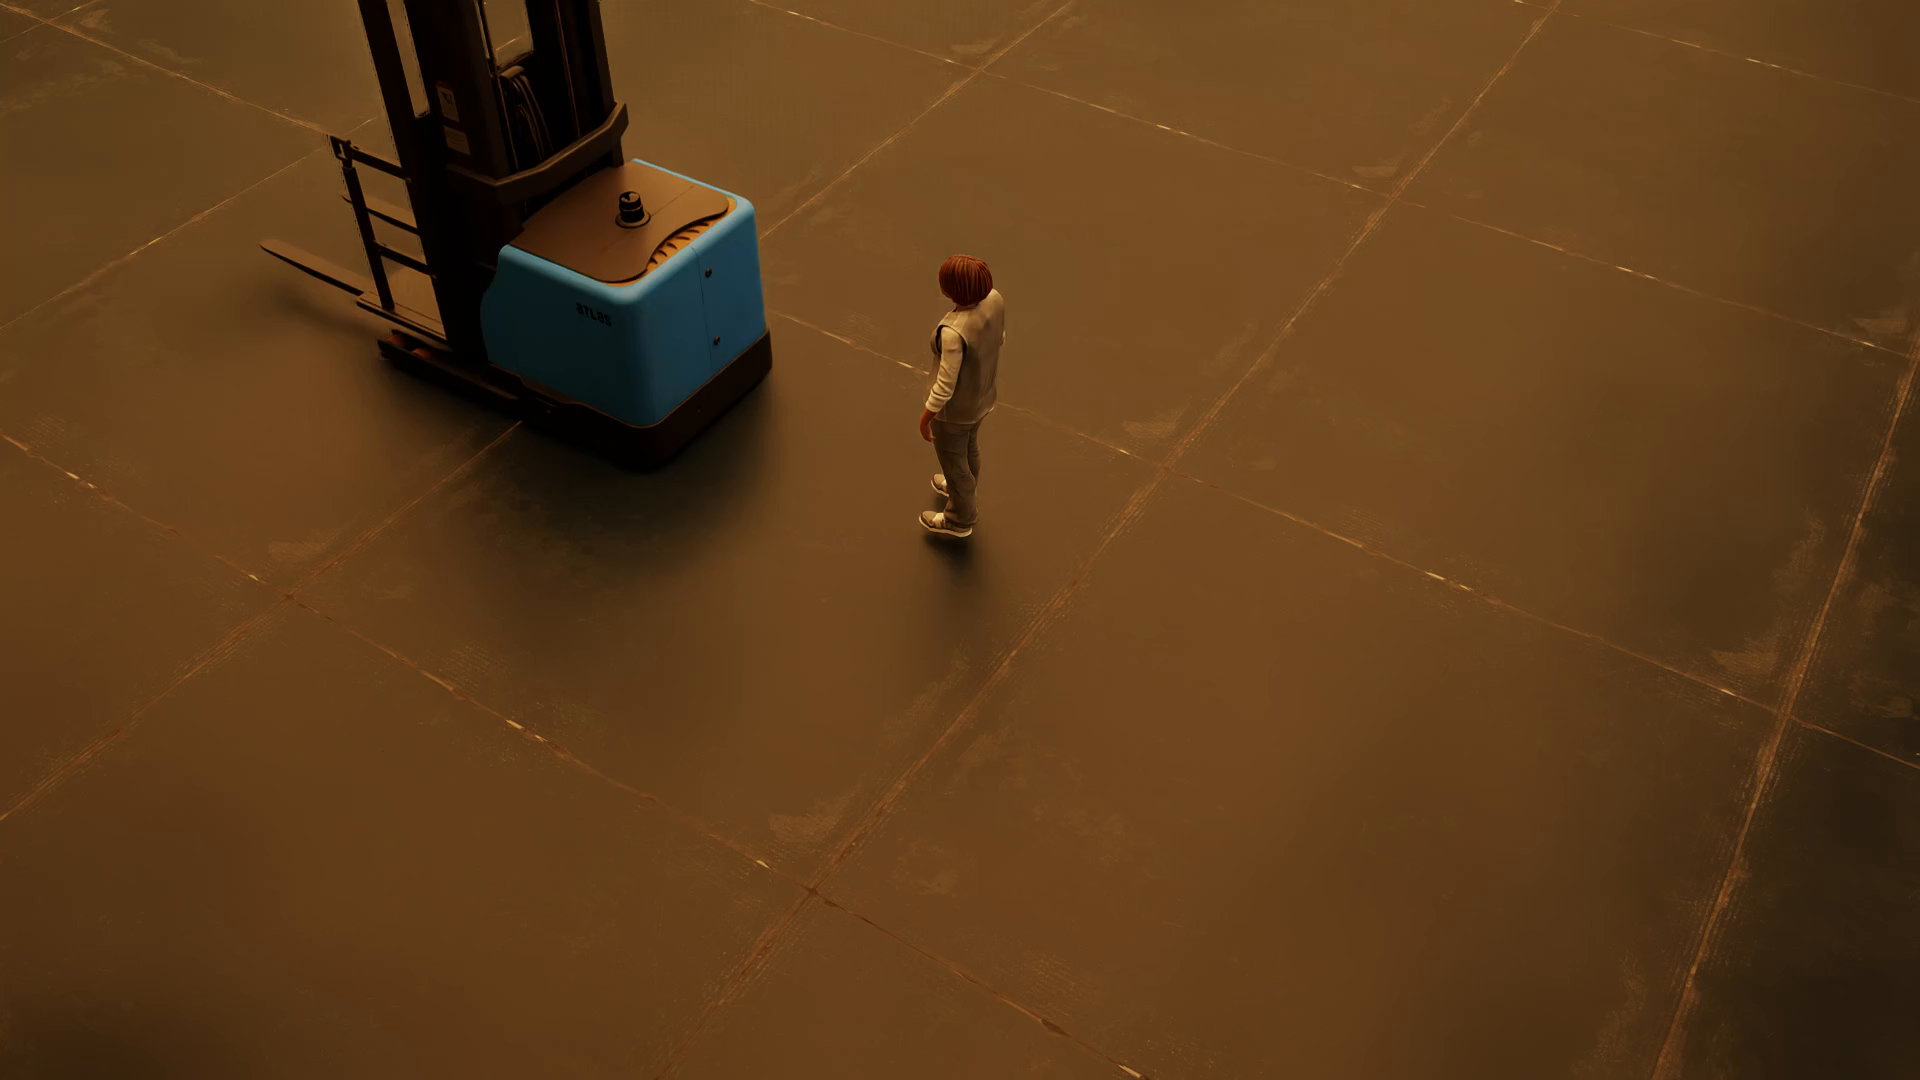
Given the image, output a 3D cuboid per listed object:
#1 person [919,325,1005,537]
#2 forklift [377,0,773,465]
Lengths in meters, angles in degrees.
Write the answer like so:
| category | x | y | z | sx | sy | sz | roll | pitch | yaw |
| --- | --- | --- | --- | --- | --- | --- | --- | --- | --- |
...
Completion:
| category | x | y | z | sx | sy | sz | roll | pitch | yaw |
| --- | --- | --- | --- | --- | --- | --- | --- | --- | --- |
| person | -0.061 | -0.566 | 7.518 | 0.459 | 1.362 | 0.521 | 24 | 48 | 23 |
| forklift | -2.517 | -2.218 | 8.187 | 3.031 | 2.935 | 1.130 | 24 | 48 | 23 |
